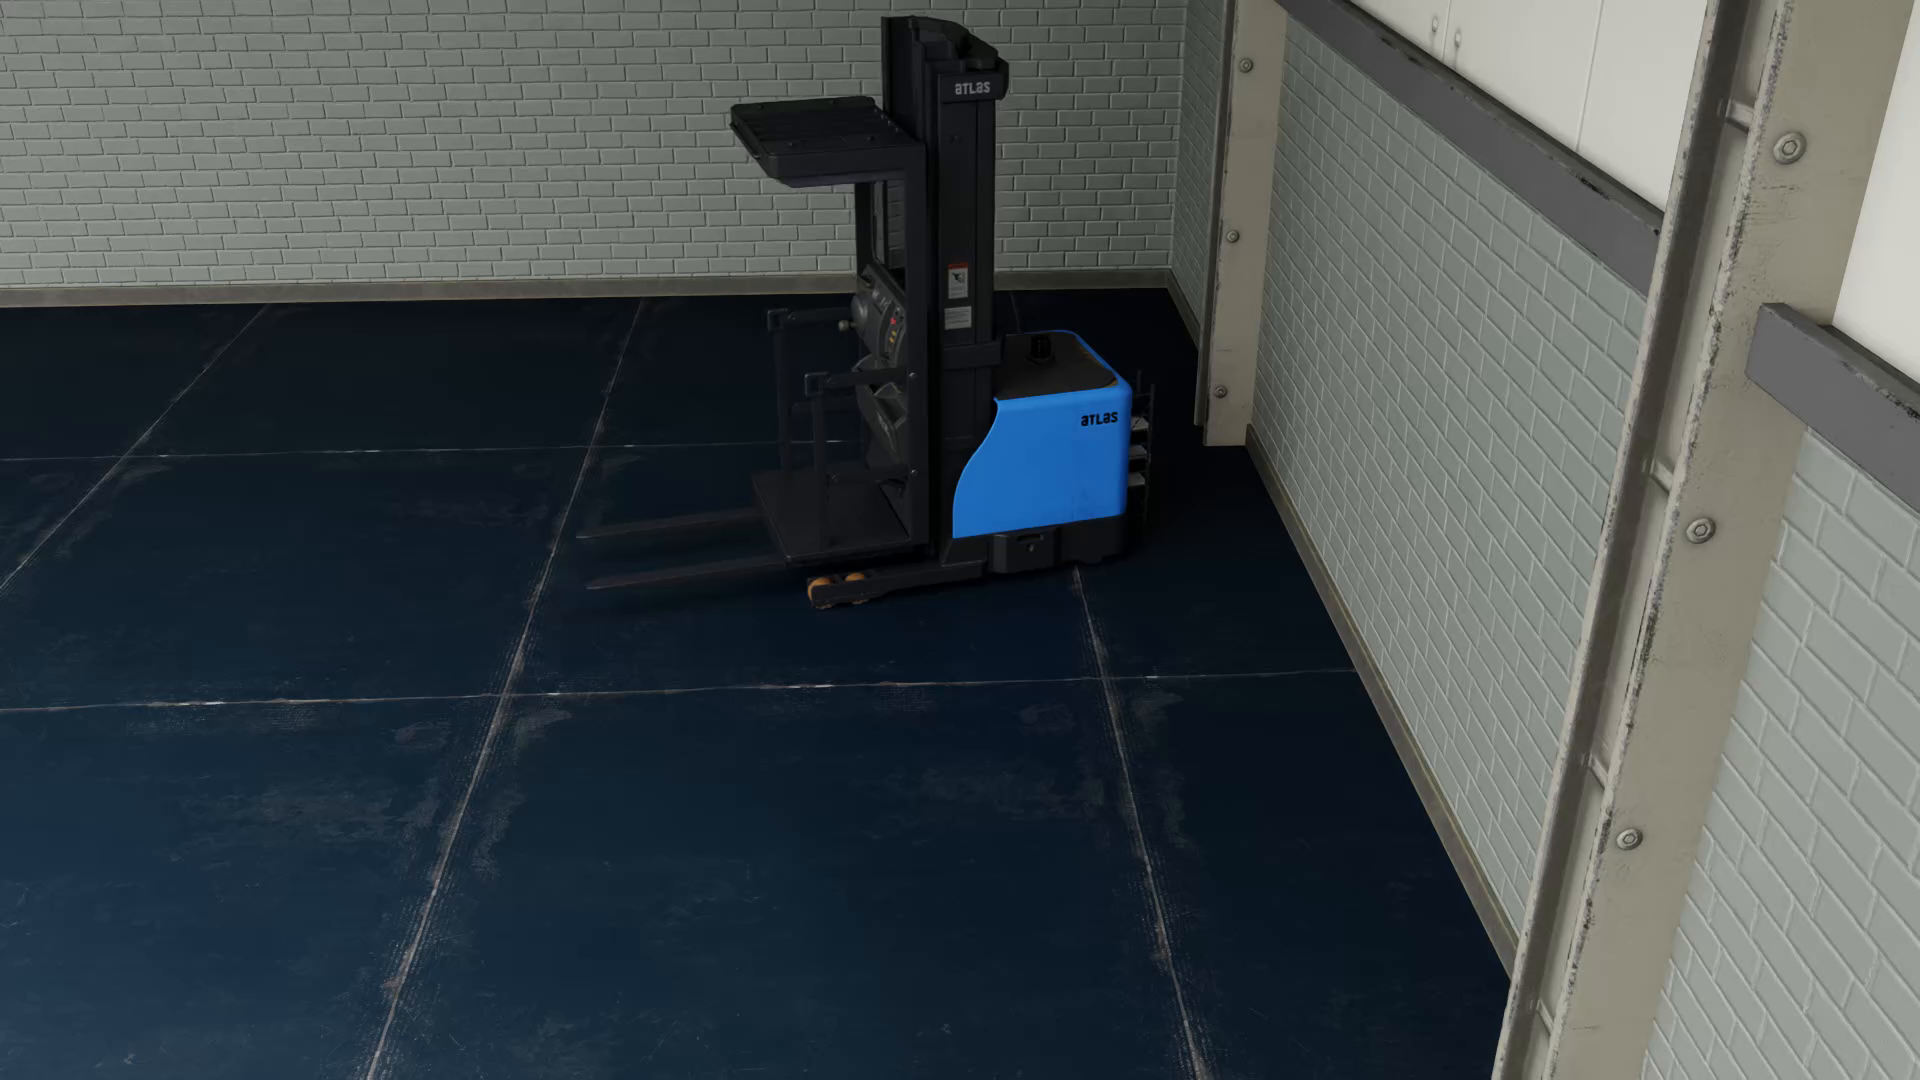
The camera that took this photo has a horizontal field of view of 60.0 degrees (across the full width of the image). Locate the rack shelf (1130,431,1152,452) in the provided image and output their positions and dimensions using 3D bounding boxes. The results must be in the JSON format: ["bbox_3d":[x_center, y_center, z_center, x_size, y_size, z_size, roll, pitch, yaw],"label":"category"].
[{"bbox_3d":[0.968,-0.580,9.765,0.258,0.077,0.200,-8,29,-15],"label":"rack shelf"}]

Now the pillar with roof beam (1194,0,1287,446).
[{"bbox_3d":[-2.550,-4.600,8.838,9.100,9.000,0.400,-1,28,-3],"label":"pillar with roof beam"}]

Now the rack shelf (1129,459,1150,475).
[{"bbox_3d":[0.968,-0.420,9.848,0.258,0.077,0.200,-8,29,-15],"label":"rack shelf"}]

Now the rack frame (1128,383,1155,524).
[{"bbox_3d":[0.998,-0.484,9.705,0.240,0.900,0.006,-8,29,-15],"label":"rack frame"}]

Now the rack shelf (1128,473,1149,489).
[{"bbox_3d":[0.968,-0.340,9.890,0.258,0.077,0.200,-8,29,-15],"label":"rack shelf"}]

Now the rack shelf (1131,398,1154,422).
[{"bbox_3d":[0.969,-0.739,9.682,0.258,0.077,0.200,-8,29,-15],"label":"rack shelf"}]

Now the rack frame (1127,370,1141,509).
[{"bbox_3d":[0.939,-0.574,9.877,0.240,0.900,0.006,-8,29,-15],"label":"rack frame"}]

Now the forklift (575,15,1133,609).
[{"bbox_3d":[-0.618,-1.197,8.876,3.031,2.935,1.130,-8,29,-15],"label":"forklift"}]

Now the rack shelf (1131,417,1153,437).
[{"bbox_3d":[0.969,-0.659,9.723,0.258,0.077,0.200,-8,29,-15],"label":"rack shelf"}]

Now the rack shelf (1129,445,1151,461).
[{"bbox_3d":[0.968,-0.500,9.806,0.258,0.077,0.200,-8,29,-15],"label":"rack shelf"}]

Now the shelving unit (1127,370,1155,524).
[{"bbox_3d":[0.968,-0.529,9.791,0.258,0.900,0.210,-8,29,-15],"label":"shelving unit"}]
